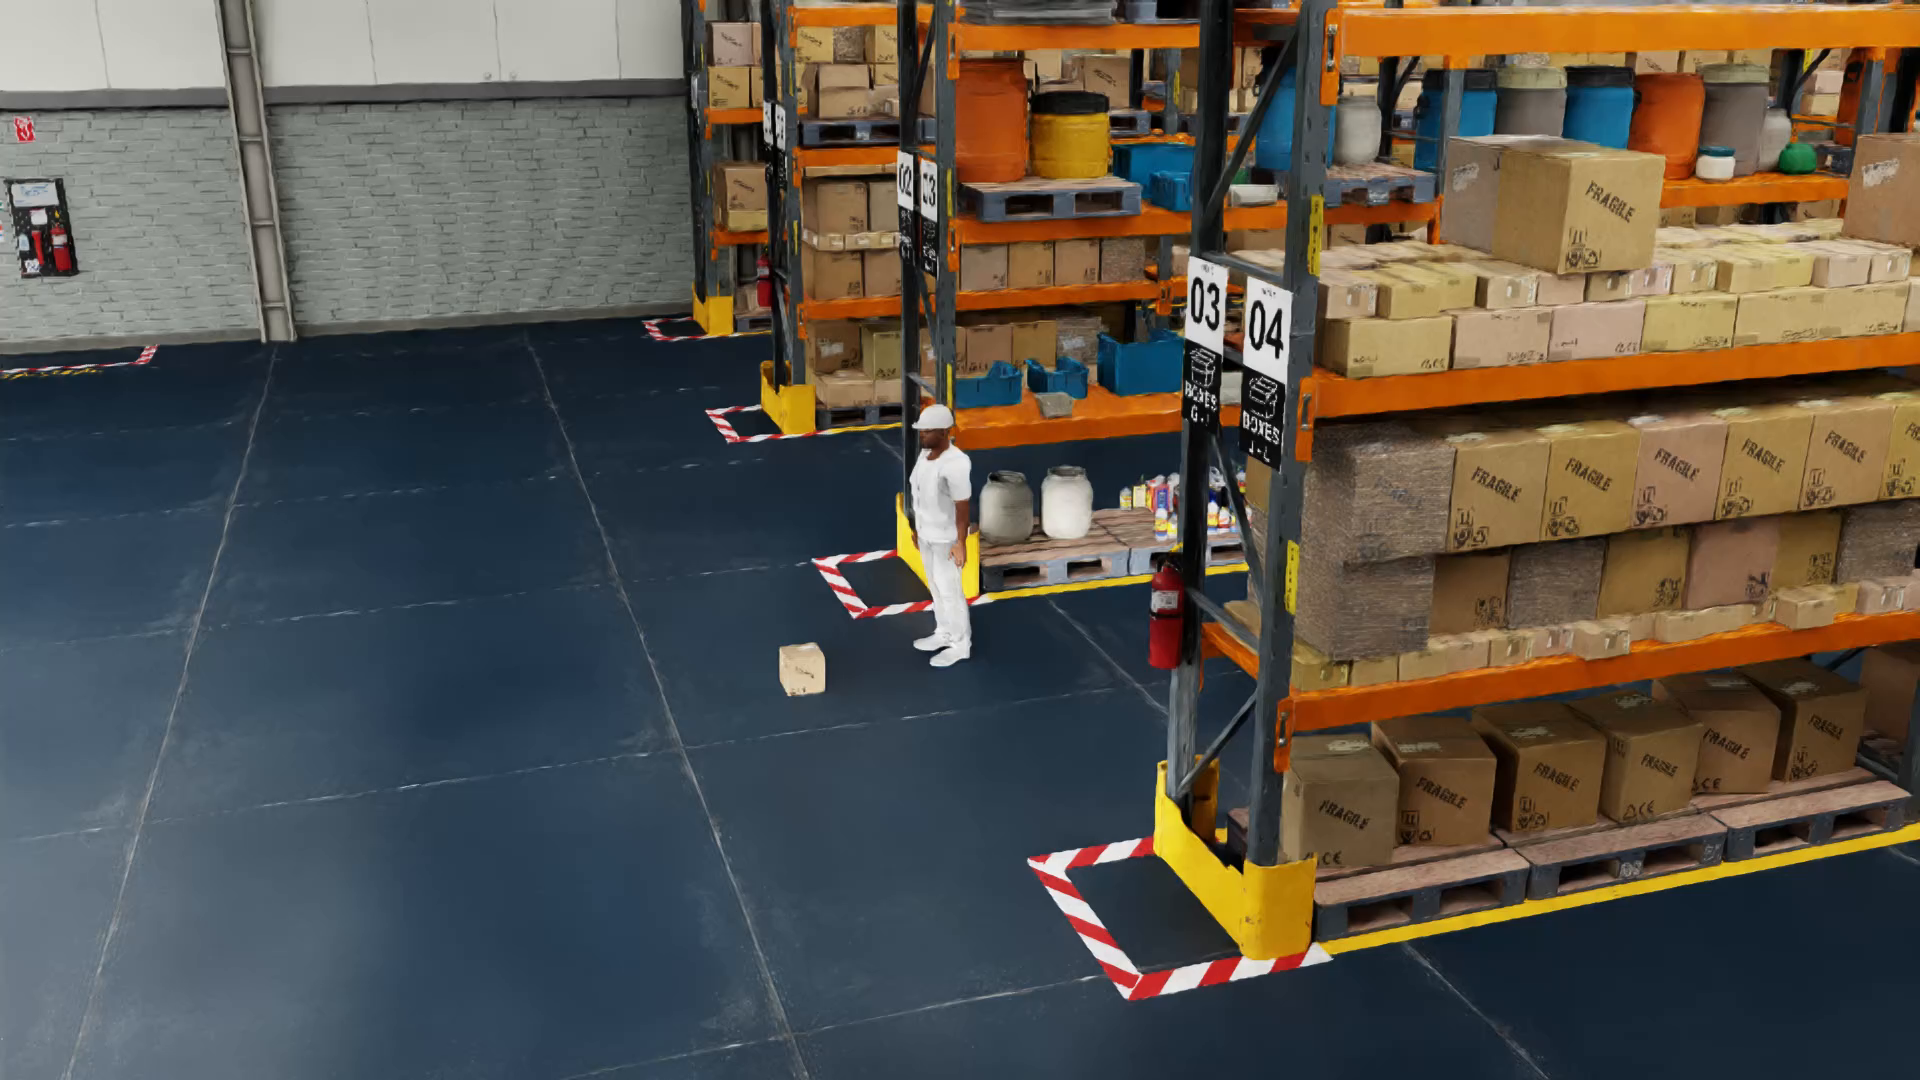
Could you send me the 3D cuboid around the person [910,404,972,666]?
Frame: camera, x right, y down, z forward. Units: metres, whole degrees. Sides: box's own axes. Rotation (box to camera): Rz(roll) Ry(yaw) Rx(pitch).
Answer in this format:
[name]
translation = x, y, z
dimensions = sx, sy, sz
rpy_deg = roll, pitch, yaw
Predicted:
[person]
translation = -0.129, -0.037, 11.111
dimensions = 0.399, 1.782, 0.584
rpy_deg = -9, 21, -25
